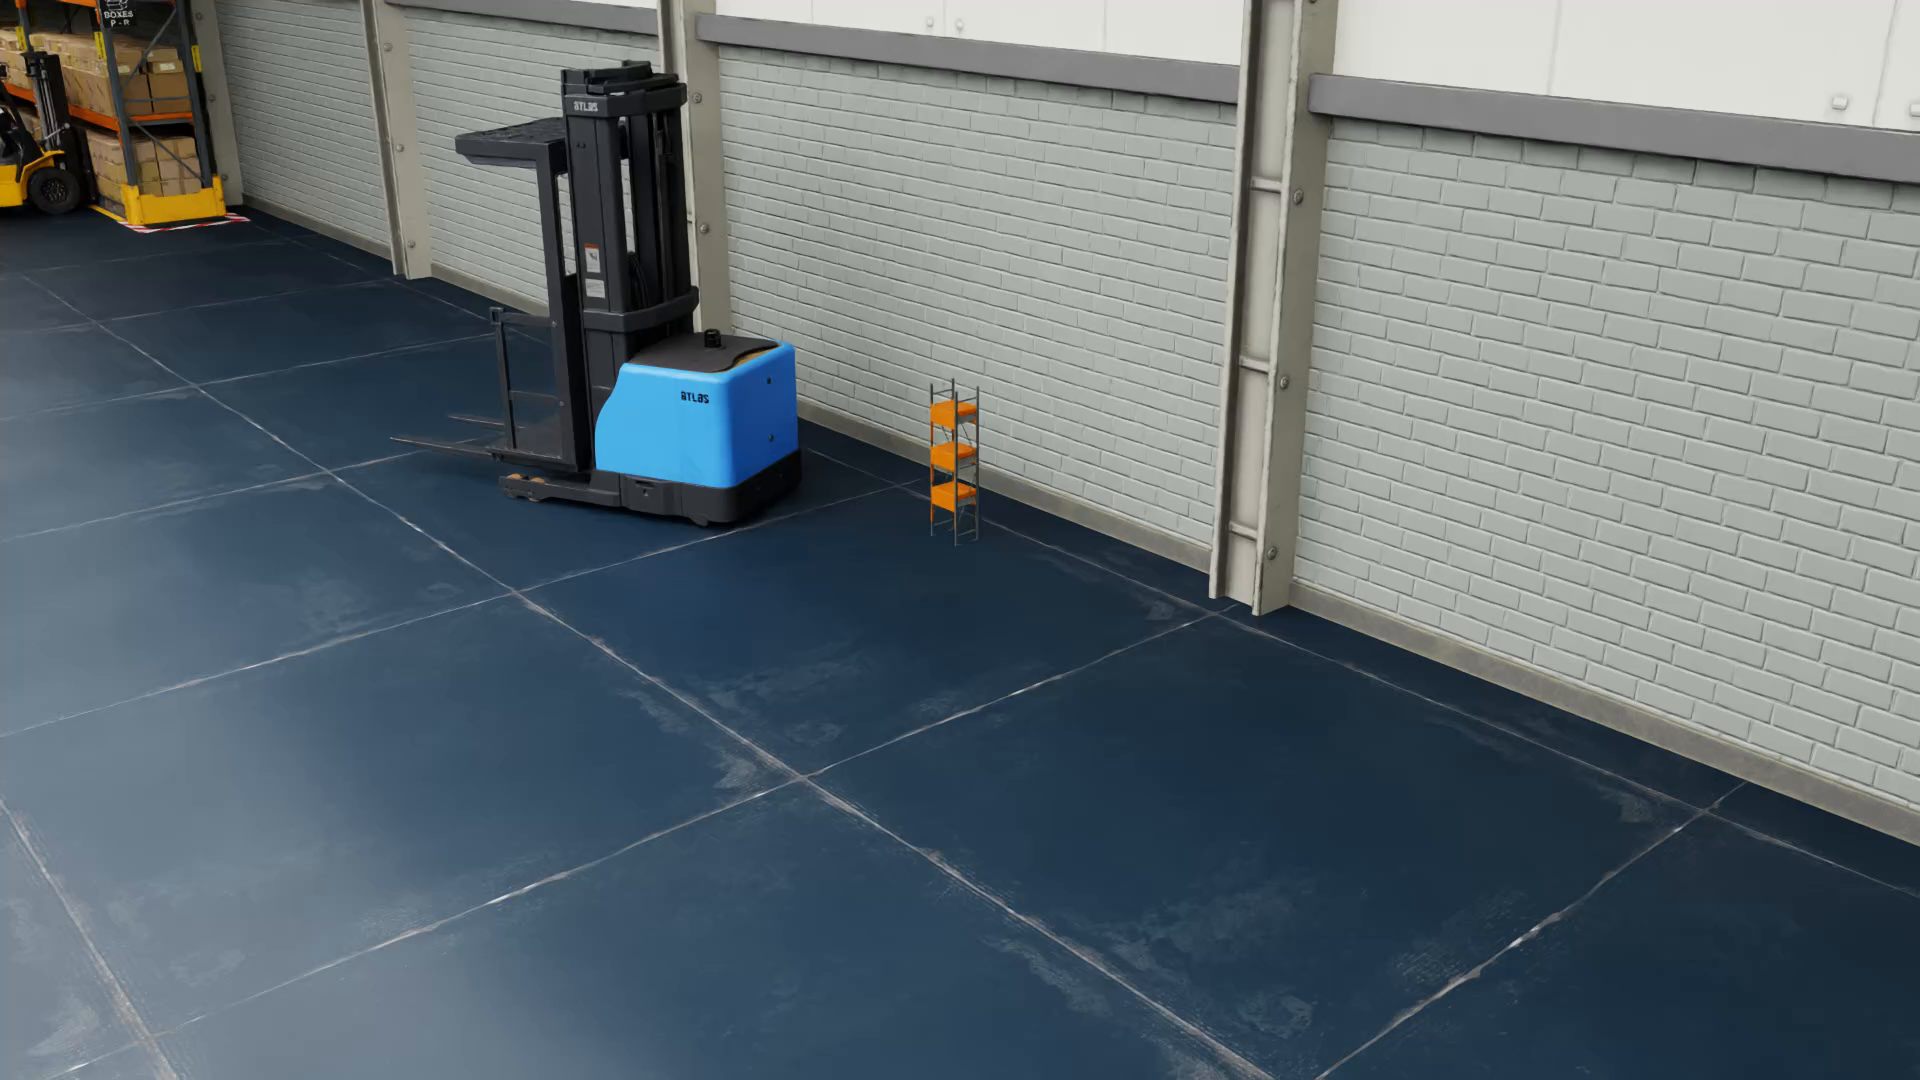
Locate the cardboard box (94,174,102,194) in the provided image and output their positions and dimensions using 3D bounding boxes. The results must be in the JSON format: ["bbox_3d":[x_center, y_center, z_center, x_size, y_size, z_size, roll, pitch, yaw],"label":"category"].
[{"bbox_3d":[-11.409,-4.852,22.454,0.500,0.250,0.500,-17,27,-37],"label":"cardboard box"}]

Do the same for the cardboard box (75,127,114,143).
[{"bbox_3d":[-11.762,-5.455,22.621,0.500,0.250,0.500,-18,28,-38],"label":"cardboard box"}]

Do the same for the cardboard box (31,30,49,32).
[{"bbox_3d":[-14.379,-7.846,25.876,0.380,0.149,0.250,-18,27,-38],"label":"cardboard box"}]

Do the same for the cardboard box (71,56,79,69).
[{"bbox_3d":[-11.520,-6.329,22.002,0.380,0.149,0.250,-17,27,-37],"label":"cardboard box"}]

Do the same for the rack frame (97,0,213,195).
[{"bbox_3d":[-10.226,-5.602,21.175,1.000,3.000,0.127,-17,27,-37],"label":"rack frame"}]

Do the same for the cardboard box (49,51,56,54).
[{"bbox_3d":[-12.191,-6.610,22.721,0.380,0.149,0.250,-18,28,-38],"label":"cardboard box"}]

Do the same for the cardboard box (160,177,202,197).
[{"bbox_3d":[-10.398,-4.700,22.065,0.500,0.250,0.500,-17,27,-37],"label":"cardboard box"}]

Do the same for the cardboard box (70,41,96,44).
[{"bbox_3d":[-11.625,-6.561,22.187,0.380,0.149,0.250,-17,27,-37],"label":"cardboard box"}]

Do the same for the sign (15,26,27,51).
[{"bbox_3d":[-13.241,-7.078,23.463,0.100,0.325,0.005,-17,27,-37],"label":"sign"}]

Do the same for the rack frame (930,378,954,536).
[{"bbox_3d":[-0.115,-0.537,10.916,0.200,1.050,0.008,-17,27,-37],"label":"rack frame"}]

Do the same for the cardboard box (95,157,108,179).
[{"bbox_3d":[-11.099,-4.952,22.022,0.500,0.250,0.500,-18,28,-38],"label":"cardboard box"}]

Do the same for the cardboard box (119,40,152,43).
[{"bbox_3d":[-11.049,-6.618,22.333,0.380,0.149,0.250,-18,28,-39],"label":"cardboard box"}]

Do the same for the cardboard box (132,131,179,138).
[{"bbox_3d":[-10.725,-5.298,22.221,0.500,0.250,0.500,-17,27,-37],"label":"cardboard box"}]

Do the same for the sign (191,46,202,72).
[{"bbox_3d":[-9.801,-6.173,21.335,0.100,0.325,0.005,-17,27,-37],"label":"sign"}]

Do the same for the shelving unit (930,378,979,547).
[{"bbox_3d":[-0.035,-0.504,10.830,0.215,1.050,0.252,-17,27,-37],"label":"shelving unit"}]

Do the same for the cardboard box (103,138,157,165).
[{"bbox_3d":[-10.762,-5.036,21.552,0.500,0.250,0.500,-16,27,-36],"label":"cardboard box"}]

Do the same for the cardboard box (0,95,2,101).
[{"bbox_3d":[-15.962,-7.222,27.273,0.380,0.149,0.250,-19,28,-40],"label":"cardboard box"}]

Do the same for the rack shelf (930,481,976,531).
[{"bbox_3d":[-0.035,-0.235,10.936,0.215,0.259,0.240,-17,27,-37],"label":"rack shelf"}]

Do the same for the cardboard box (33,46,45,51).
[{"bbox_3d":[-12.828,-6.905,23.475,0.380,0.149,0.250,-18,28,-38],"label":"cardboard box"}]

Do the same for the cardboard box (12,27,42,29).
[{"bbox_3d":[-14.826,-8.074,26.458,0.380,0.149,0.250,-17,27,-36],"label":"cardboard box"}]

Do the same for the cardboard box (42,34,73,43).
[{"bbox_3d":[-12.601,-6.989,23.281,0.380,0.149,0.250,-17,27,-37],"label":"cardboard box"}]

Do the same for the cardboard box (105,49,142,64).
[{"bbox_3d":[-10.619,-6.138,21.108,0.380,0.149,0.250,-17,27,-37],"label":"cardboard box"}]

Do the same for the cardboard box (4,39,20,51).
[{"bbox_3d":[-13.802,-7.286,24.446,0.380,0.149,0.250,-19,28,-39],"label":"cardboard box"}]

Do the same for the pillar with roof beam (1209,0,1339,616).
[{"bbox_3d":[-1.509,-2.805,5.806,9.100,9.000,0.400,-17,27,-37],"label":"pillar with roof beam"}]

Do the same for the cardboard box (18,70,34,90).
[{"bbox_3d":[-13.364,-6.715,24.220,0.500,0.250,0.500,-17,27,-36],"label":"cardboard box"}]

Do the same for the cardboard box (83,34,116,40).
[{"bbox_3d":[-12.084,-7.029,23.383,0.380,0.149,0.250,-18,28,-38],"label":"cardboard box"}]

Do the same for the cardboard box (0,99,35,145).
[{"bbox_3d":[-15.051,-6.727,26.726,0.875,0.625,0.625,-16,27,-36],"label":"cardboard box"}]

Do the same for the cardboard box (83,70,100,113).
[{"bbox_3d":[-11.077,-5.868,21.716,0.500,0.500,0.500,-16,27,-36],"label":"cardboard box"}]

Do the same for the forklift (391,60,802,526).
[{"bbox_3d":[-2.695,-1.799,11.558,3.031,2.935,1.130,9,23,22],"label":"forklift"}]

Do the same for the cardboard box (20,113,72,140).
[{"bbox_3d":[-13.686,-6.155,25.266,0.875,0.625,0.625,-18,28,-38],"label":"cardboard box"}]

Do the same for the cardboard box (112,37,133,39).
[{"bbox_3d":[-11.588,-6.817,22.841,0.380,0.149,0.250,-18,28,-38],"label":"cardboard box"}]

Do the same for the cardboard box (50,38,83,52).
[{"bbox_3d":[-12.161,-6.756,22.685,0.380,0.149,0.250,-18,28,-38],"label":"cardboard box"}]

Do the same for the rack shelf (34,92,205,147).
[{"bbox_3d":[-11.531,-5.820,22.717,1.077,0.370,4.000,-17,27,-37],"label":"rack shelf"}]

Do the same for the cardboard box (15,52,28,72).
[{"bbox_3d":[-13.351,-6.945,24.123,0.500,0.250,0.500,-18,28,-39],"label":"cardboard box"}]

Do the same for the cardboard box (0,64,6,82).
[{"bbox_3d":[-14.340,-7.137,25.300,0.500,0.250,0.500,-16,27,-36],"label":"cardboard box"}]

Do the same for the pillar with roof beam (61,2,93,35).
[{"bbox_3d":[-17.175,-9.435,22.735,9.100,9.000,0.400,-17,27,-37],"label":"pillar with roof beam"}]

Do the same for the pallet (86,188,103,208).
[{"bbox_3d":[-11.549,-4.842,23.057,1.003,0.211,1.213,-17,27,-37],"label":"pallet"}]

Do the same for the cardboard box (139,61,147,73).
[{"bbox_3d":[-10.460,-6.159,21.570,0.380,0.149,0.250,-17,27,-37],"label":"cardboard box"}]

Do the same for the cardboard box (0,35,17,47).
[{"bbox_3d":[-14.316,-7.498,24.989,0.380,0.149,0.250,-18,28,-39],"label":"cardboard box"}]

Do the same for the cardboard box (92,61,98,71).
[{"bbox_3d":[-10.976,-6.130,21.495,0.380,0.149,0.250,-17,27,-36],"label":"cardboard box"}]

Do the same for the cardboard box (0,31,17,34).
[{"bbox_3d":[-14.733,-7.733,25.588,0.380,0.149,0.250,-17,27,-37],"label":"cardboard box"}]

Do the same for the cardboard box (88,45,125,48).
[{"bbox_3d":[-11.101,-6.351,21.652,0.380,0.149,0.250,-17,27,-37],"label":"cardboard box"}]

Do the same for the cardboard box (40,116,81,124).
[{"bbox_3d":[-12.759,-5.880,23.707,0.500,0.250,0.500,-18,28,-38],"label":"cardboard box"}]

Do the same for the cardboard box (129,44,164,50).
[{"bbox_3d":[-10.611,-6.383,21.733,0.380,0.149,0.250,-17,27,-36],"label":"cardboard box"}]
